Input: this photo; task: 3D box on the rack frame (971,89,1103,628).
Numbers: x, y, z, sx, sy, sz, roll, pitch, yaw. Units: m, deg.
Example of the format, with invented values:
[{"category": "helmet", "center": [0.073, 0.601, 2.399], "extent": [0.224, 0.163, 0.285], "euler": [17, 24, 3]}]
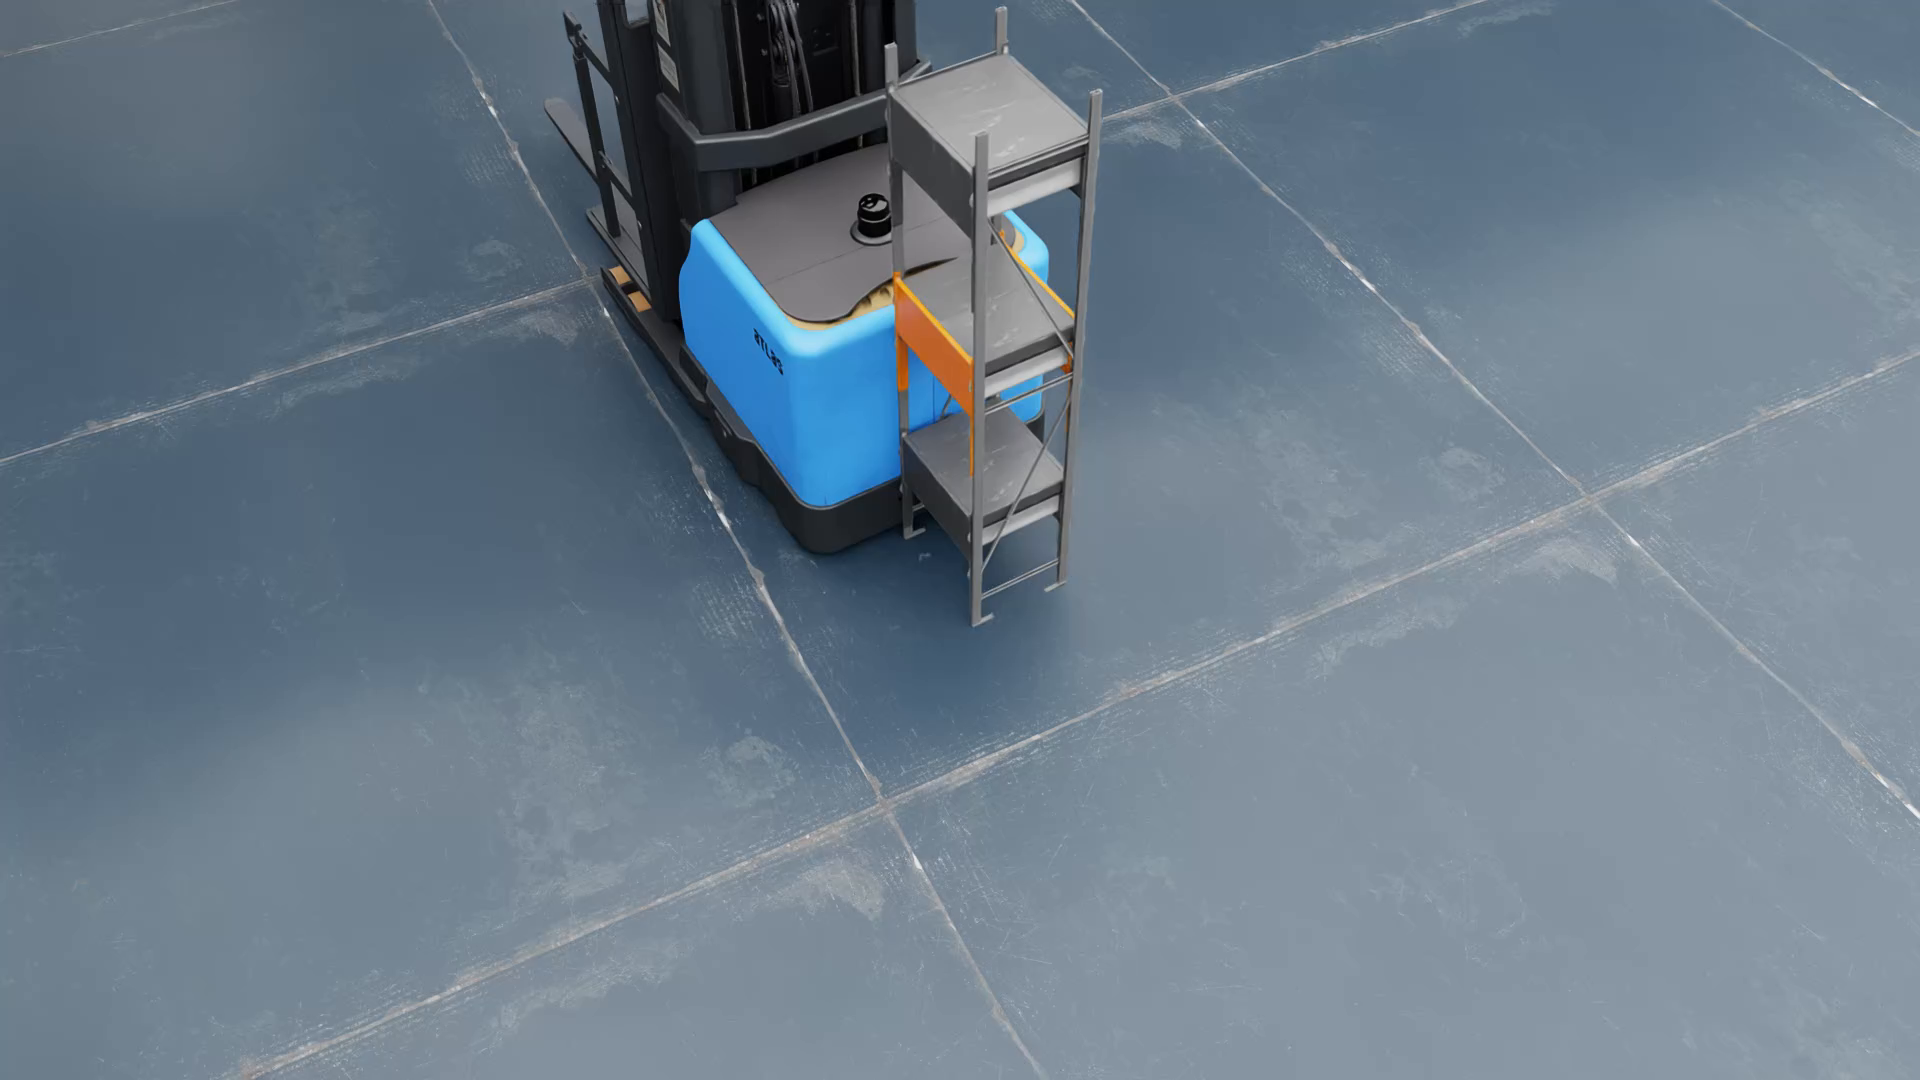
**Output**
[{"category": "rack frame", "center": [0.214, -0.457, 5.255], "extent": [0.400, 2.100, 0.015], "euler": [-24, 53, -20]}]

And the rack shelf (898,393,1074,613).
[{"category": "rack shelf", "center": [0.088, -0.145, 5.930], "extent": [0.431, 0.518, 0.480], "euler": [-24, 53, -20]}]

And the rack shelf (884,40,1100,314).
[{"category": "rack shelf", "center": [0.088, -1.066, 4.876], "extent": [0.431, 0.518, 0.480], "euler": [-24, 53, -20]}]

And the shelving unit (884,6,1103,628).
[{"category": "shelving unit", "center": [0.088, -0.614, 5.392], "extent": [0.431, 2.100, 0.503], "euler": [-24, 53, -20]}]

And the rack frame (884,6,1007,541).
[{"category": "rack frame", "center": [-0.038, -0.772, 5.530], "extent": [0.400, 2.100, 0.015], "euler": [-24, 53, -20]}]

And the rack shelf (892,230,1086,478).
[{"category": "rack shelf", "center": [0.088, -0.606, 5.403], "extent": [0.431, 0.518, 0.480], "euler": [-24, 53, -20]}]

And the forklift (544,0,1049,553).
[{"category": "forklift", "center": [-0.869, -2.018, 6.068], "extent": [1.130, 2.935, 3.031], "euler": [-24, 53, -20]}]
